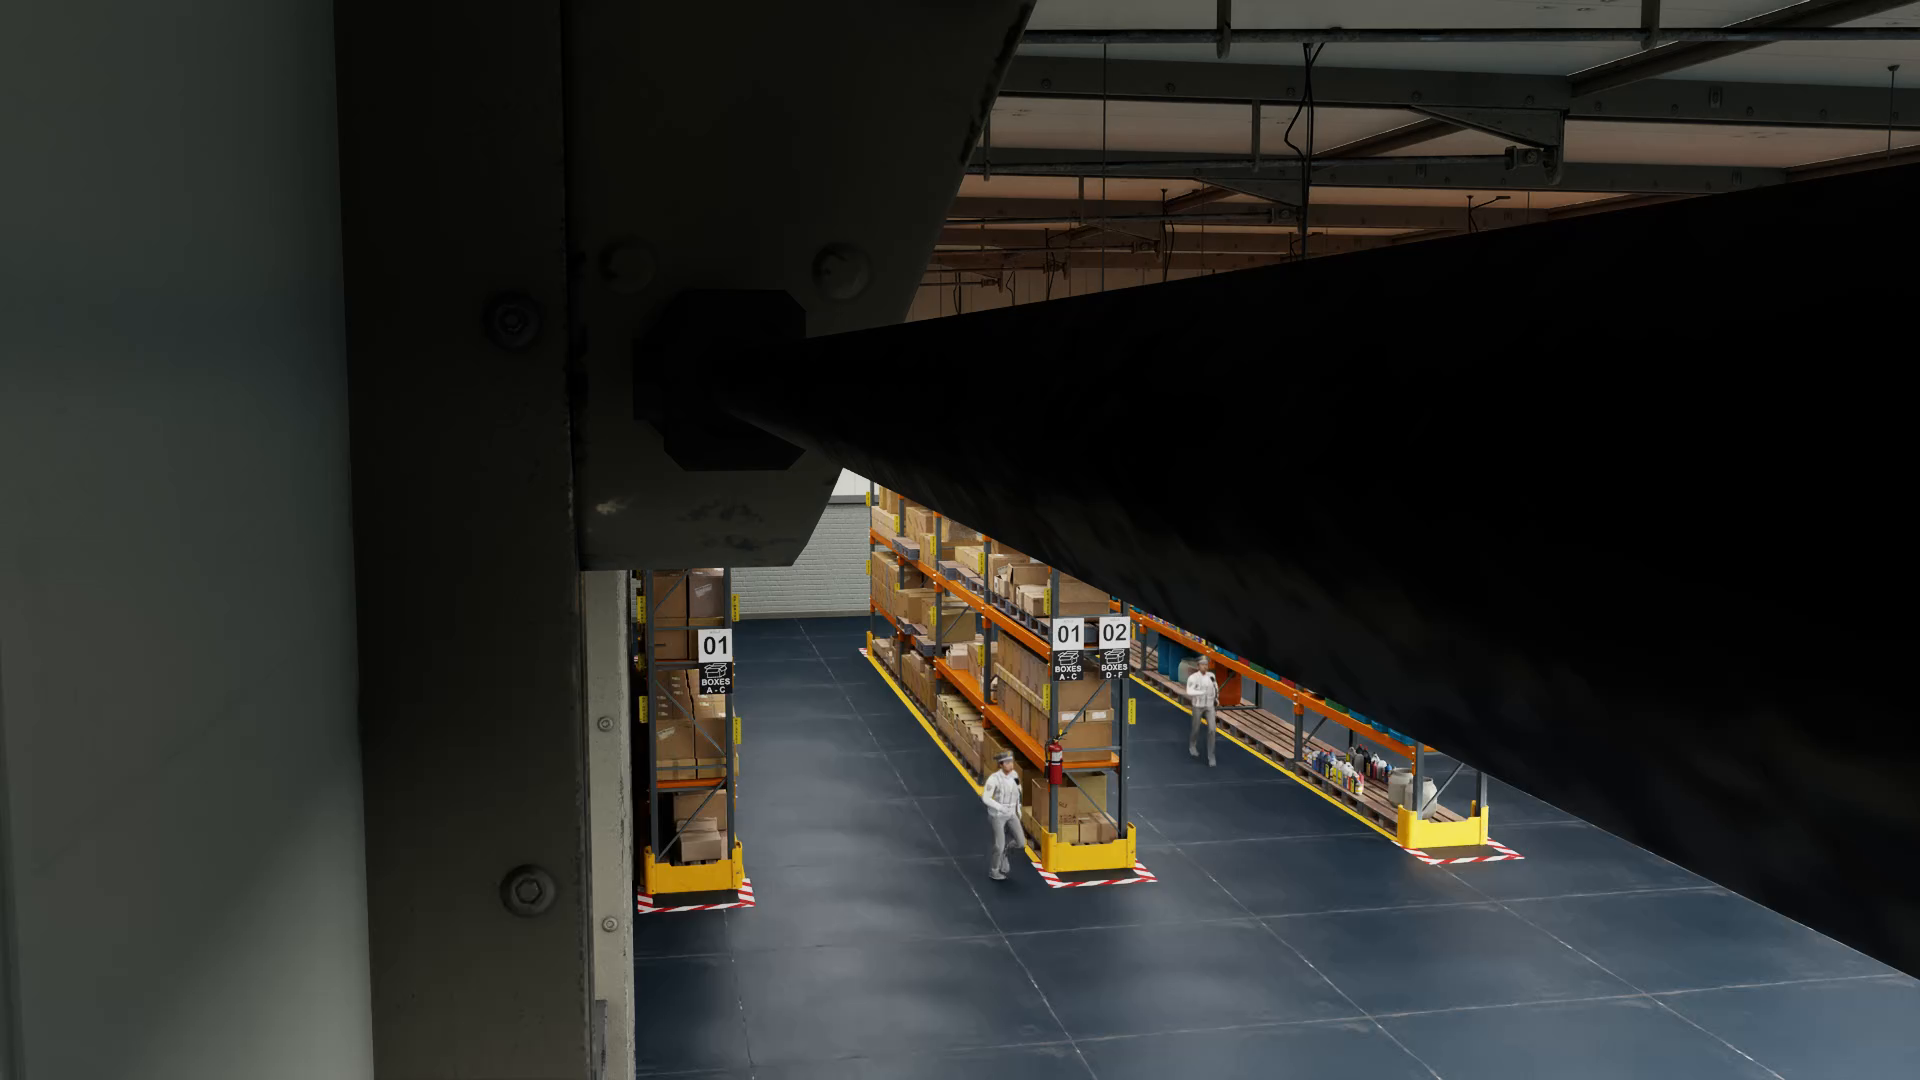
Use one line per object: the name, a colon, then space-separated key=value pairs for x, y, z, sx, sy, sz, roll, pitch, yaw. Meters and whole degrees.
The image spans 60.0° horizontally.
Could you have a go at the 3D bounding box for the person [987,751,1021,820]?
person: x=6.618 y=1.968 z=30.497 sx=21.884 sy=0.926 sz=10.634 roll=-4 pitch=7 yaw=-34

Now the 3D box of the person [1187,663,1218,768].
person: x=3.881 y=2.716 z=26.560 sx=0.588 sy=1.698 sz=0.805 roll=-1 pitch=6 yaw=-8
